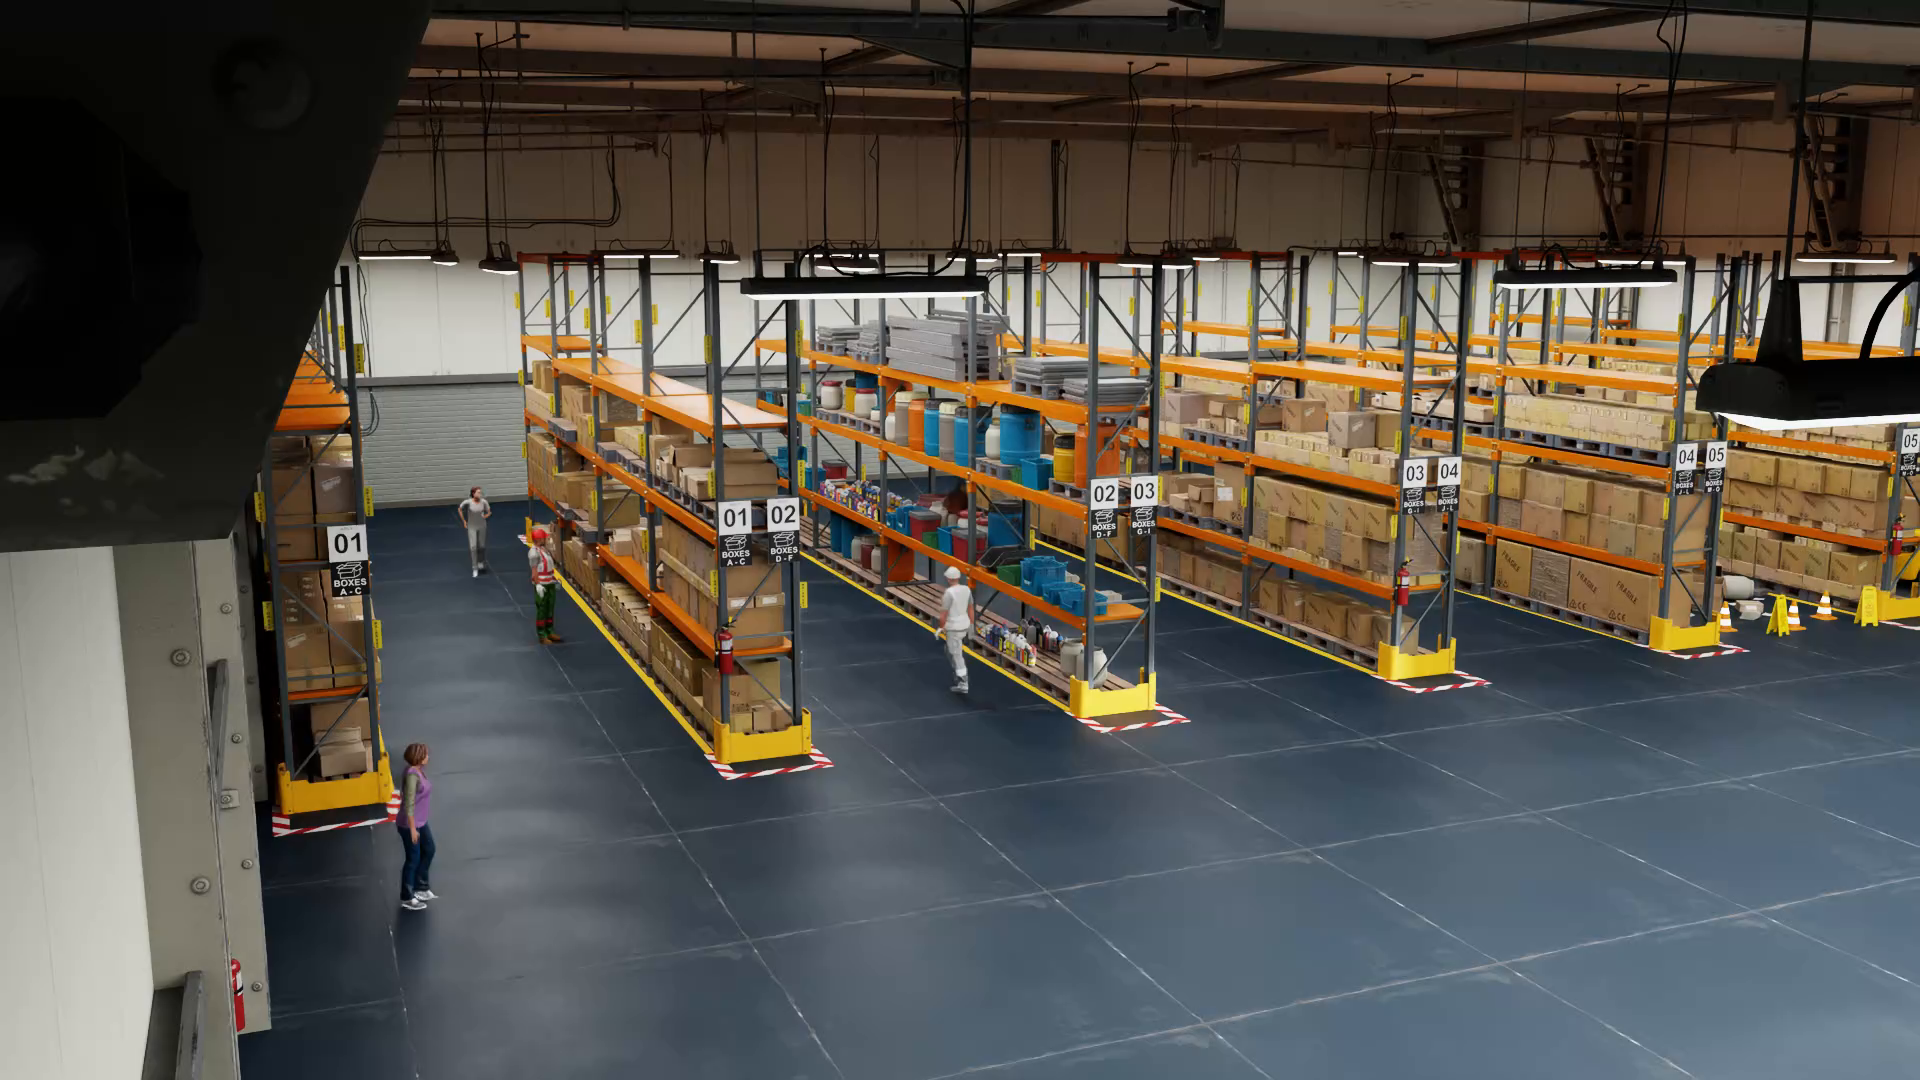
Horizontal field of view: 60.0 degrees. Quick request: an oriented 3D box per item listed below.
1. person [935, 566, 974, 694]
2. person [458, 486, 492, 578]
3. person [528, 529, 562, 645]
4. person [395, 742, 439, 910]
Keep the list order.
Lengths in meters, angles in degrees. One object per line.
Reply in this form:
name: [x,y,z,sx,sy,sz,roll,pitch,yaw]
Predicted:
person: [-0.088,1.270,23.172,0.468,1.830,0.518,5,12,27]
person: [-9.162,-0.191,31.484,0.602,1.705,0.833,-4,11,-20]
person: [-6.531,0.714,26.231,0.491,1.813,0.590,3,11,18]
person: [-5.196,2.739,15.835,0.344,1.637,0.506,-1,10,-7]
